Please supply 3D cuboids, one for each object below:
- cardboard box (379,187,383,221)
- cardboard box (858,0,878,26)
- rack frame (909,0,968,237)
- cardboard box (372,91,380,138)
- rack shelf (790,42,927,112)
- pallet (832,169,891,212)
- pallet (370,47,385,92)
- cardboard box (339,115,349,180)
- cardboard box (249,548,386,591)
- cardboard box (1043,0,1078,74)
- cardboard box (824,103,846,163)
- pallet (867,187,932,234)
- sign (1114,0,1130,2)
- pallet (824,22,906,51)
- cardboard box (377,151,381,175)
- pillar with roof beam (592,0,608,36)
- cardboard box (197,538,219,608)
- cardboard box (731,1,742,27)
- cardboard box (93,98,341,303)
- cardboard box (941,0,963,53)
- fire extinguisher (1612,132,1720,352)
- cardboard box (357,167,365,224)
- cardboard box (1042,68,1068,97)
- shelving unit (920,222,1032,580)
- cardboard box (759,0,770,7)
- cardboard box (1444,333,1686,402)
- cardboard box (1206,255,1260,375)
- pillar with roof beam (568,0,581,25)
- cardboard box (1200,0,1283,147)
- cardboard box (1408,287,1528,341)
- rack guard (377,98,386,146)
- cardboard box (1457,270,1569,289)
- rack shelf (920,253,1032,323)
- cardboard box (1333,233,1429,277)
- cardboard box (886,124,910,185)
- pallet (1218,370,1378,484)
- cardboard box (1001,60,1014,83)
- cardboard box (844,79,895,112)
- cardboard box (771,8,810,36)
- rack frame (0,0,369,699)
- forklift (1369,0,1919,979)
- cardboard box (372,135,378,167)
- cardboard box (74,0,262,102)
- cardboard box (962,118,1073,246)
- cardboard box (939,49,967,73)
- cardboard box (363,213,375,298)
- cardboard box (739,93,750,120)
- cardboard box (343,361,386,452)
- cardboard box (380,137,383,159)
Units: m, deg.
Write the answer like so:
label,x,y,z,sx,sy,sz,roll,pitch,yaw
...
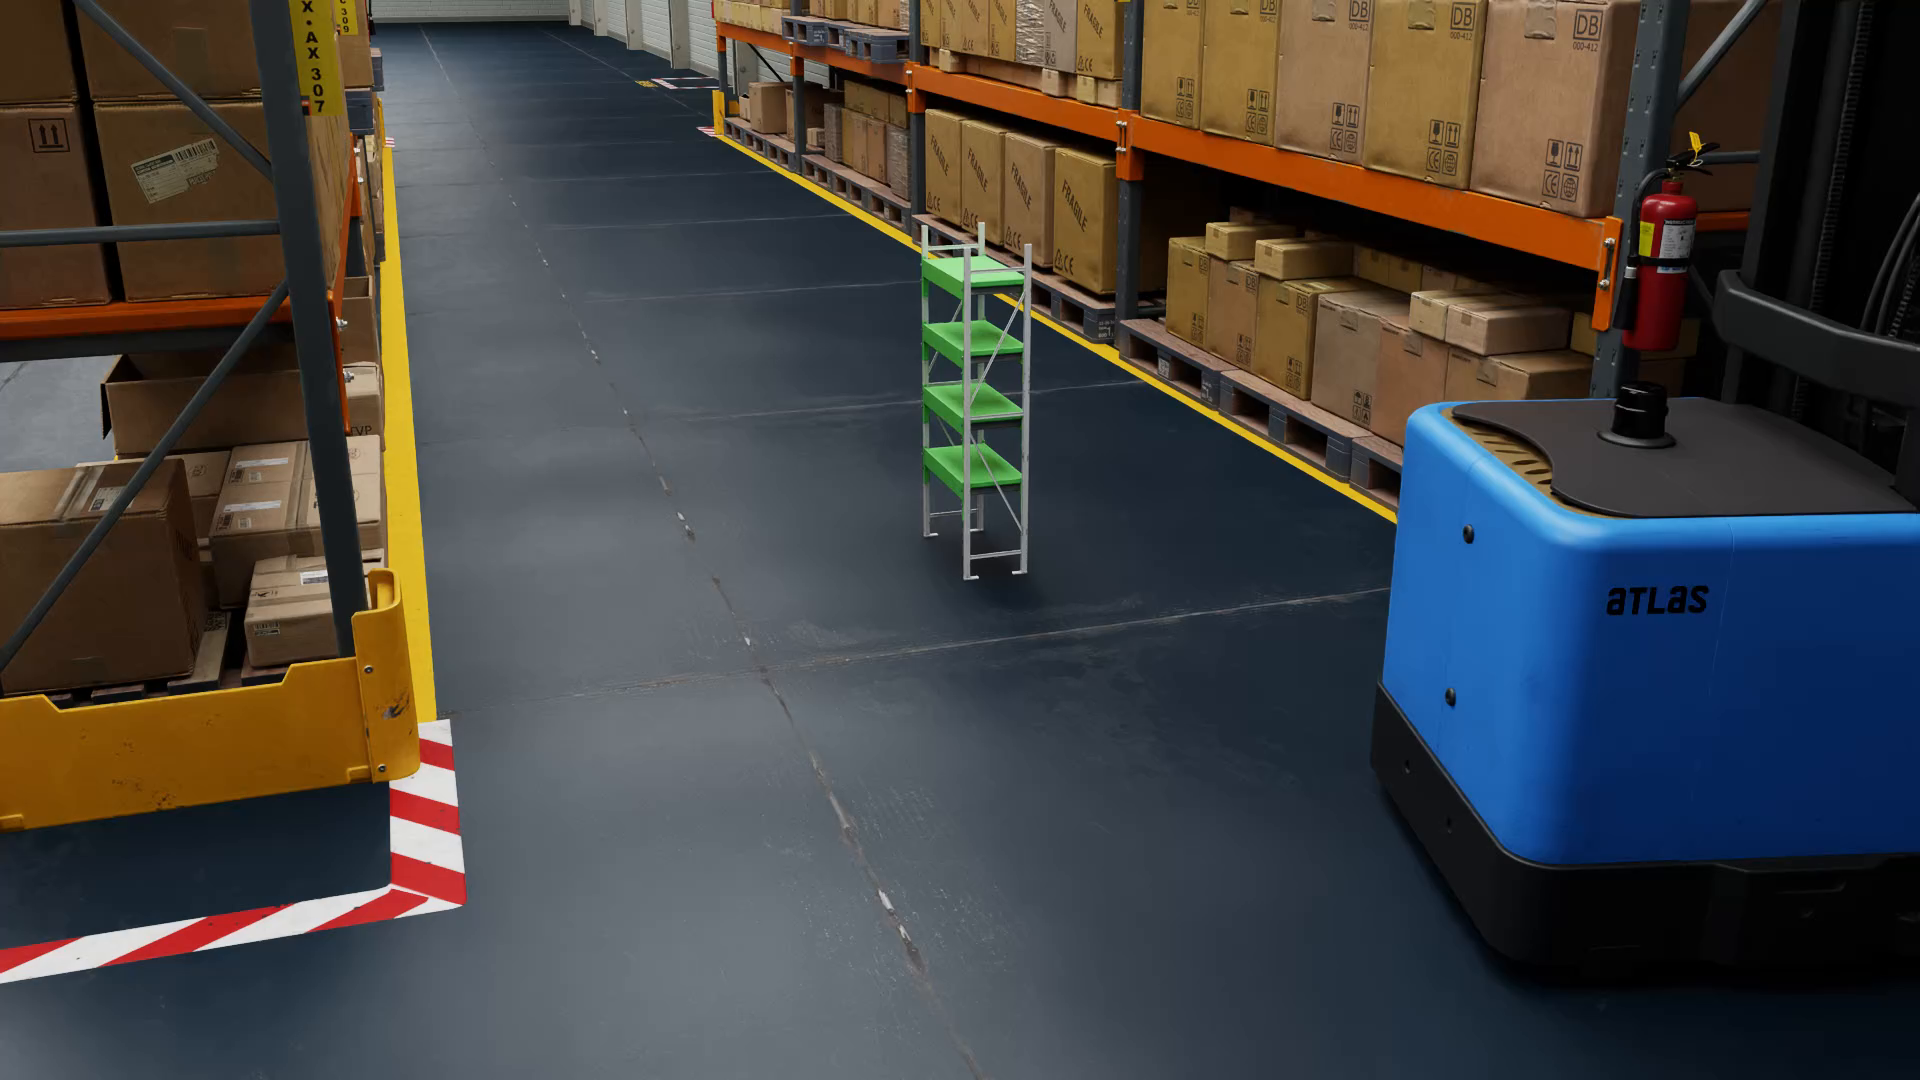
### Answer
label,x,y,z,sx,sy,sz,roll,pitch,yaw
cardboard box,-4.636,-2.558,12.547,0.500,0.250,0.500,-7,21,-19
cardboard box,-0.460,-4.623,14.050,0.700,0.500,0.500,-6,21,-17
rack frame,0.110,-3.821,12.618,1.000,3.000,0.127,-6,21,-17
cardboard box,-5.697,-4.016,15.497,0.500,0.500,0.500,-6,21,-17
rack shelf,-0.518,-4.125,14.527,1.077,0.370,4.000,-6,21,-17
pallet,-0.514,-3.151,14.876,1.003,0.211,1.213,-6,21,-17
pallet,-4.311,-2.993,10.597,1.213,0.211,1.003,-6,21,-17
cardboard box,-2.606,-1.594,6.270,0.500,0.500,0.500,-6,21,-16
cardboard box,-1.961,0.149,5.106,0.380,0.166,0.250,-6,21,-17
cardboard box,0.814,-3.018,9.764,0.500,0.500,0.500,-6,21,-17
cardboard box,-0.900,-3.901,15.887,0.700,0.500,0.500,-6,21,-15
pallet,-0.134,-2.760,13.788,1.003,0.211,1.213,-6,21,-17
sign,0.856,-2.985,8.693,0.100,0.325,0.005,-6,21,-17
pallet,-0.551,-4.362,14.407,1.003,0.211,1.213,-6,21,-17
cardboard box,-5.443,-3.379,14.832,0.500,0.250,0.500,-7,21,-18
pillar with roof beam,-12.993,-16.324,38.551,9.100,9.000,0.400,-6,21,-17
cardboard box,-2.523,0.112,5.208,0.380,0.166,0.250,-6,21,-17
cardboard box,-2.221,-5.808,18.341,0.500,0.250,0.500,-7,21,-18
cardboard box,-1.966,-0.944,4.459,0.500,0.500,0.500,-6,21,-16
cardboard box,0.176,-3.666,11.567,0.500,0.500,0.500,-6,21,-15
fire extinguisher,2.234,-0.945,5.275,0.296,0.674,0.183,-6,21,-17
cardboard box,-3.569,-1.896,9.195,0.500,0.250,0.500,-6,21,-17
cardboard box,0.713,-2.752,9.984,0.380,0.149,0.250,-6,21,-17
shelving unit,0.052,-0.512,6.066,0.258,1.200,0.503,-6,21,-17
cardboard box,-1.751,-5.675,16.862,0.500,0.500,0.500,-7,21,-18
cardboard box,2.310,-0.489,6.418,0.700,0.500,0.500,-6,21,-17
cardboard box,1.660,-1.146,8.248,0.700,0.500,0.500,-7,21,-18
pillar with roof beam,-14.879,-18.249,43.912,9.100,9.000,0.400,-6,21,-17
cardboard box,1.747,-2.268,7.850,0.980,0.700,0.700,-7,21,-19
cardboard box,2.016,-0.898,6.597,0.380,0.149,0.250,-6,21,-16
rack guard,-7.113,-4.692,18.741,1.175,0.500,0.348,-6,21,-17
cardboard box,2.301,-1.019,6.932,0.380,0.149,0.250,-6,21,-17
rack shelf,0.052,-0.903,5.925,0.258,0.148,0.480,-6,21,-17
cardboard box,1.978,-1.346,7.845,0.380,0.149,0.250,-6,21,-17
cardboard box,-0.217,-3.255,14.089,0.700,0.500,0.500,-6,21,-17
pallet,1.920,-0.581,7.721,1.003,0.211,1.213,-6,21,-17
cardboard box,0.486,-3.091,10.927,0.380,0.149,0.250,-6,21,-17
cardboard box,-0.758,-4.113,15.368,0.500,0.250,0.500,-7,21,-18
cardboard box,-1.583,-5.164,16.547,0.500,0.250,0.500,-6,21,-17
rack frame,-2.077,-0.727,4.002,1.000,3.000,0.127,-6,21,-17
forklift,2.654,-0.596,3.740,3.031,2.935,1.130,-1,20,-4
cardboard box,-4.970,-3.157,13.386,0.500,0.311,0.500,-7,21,-18
cardboard box,-1.966,-1.415,4.290,0.500,0.500,0.500,-6,21,-16
cardboard box,0.486,-2.476,11.430,0.750,0.750,0.750,-6,21,-17
cardboard box,0.068,-3.406,11.804,0.380,0.149,0.250,-6,21,-16
cardboard box,-3.583,-1.553,9.350,0.500,0.500,0.500,-6,21,-17
cardboard box,-2.272,-5.099,19.501,0.500,0.311,0.500,-9,22,-23
cardboard box,-2.650,-0.558,6.861,0.500,0.311,0.500,-6,21,-17
cardboard box,-5.859,-3.823,16.069,0.500,0.250,0.500,-6,21,-17
